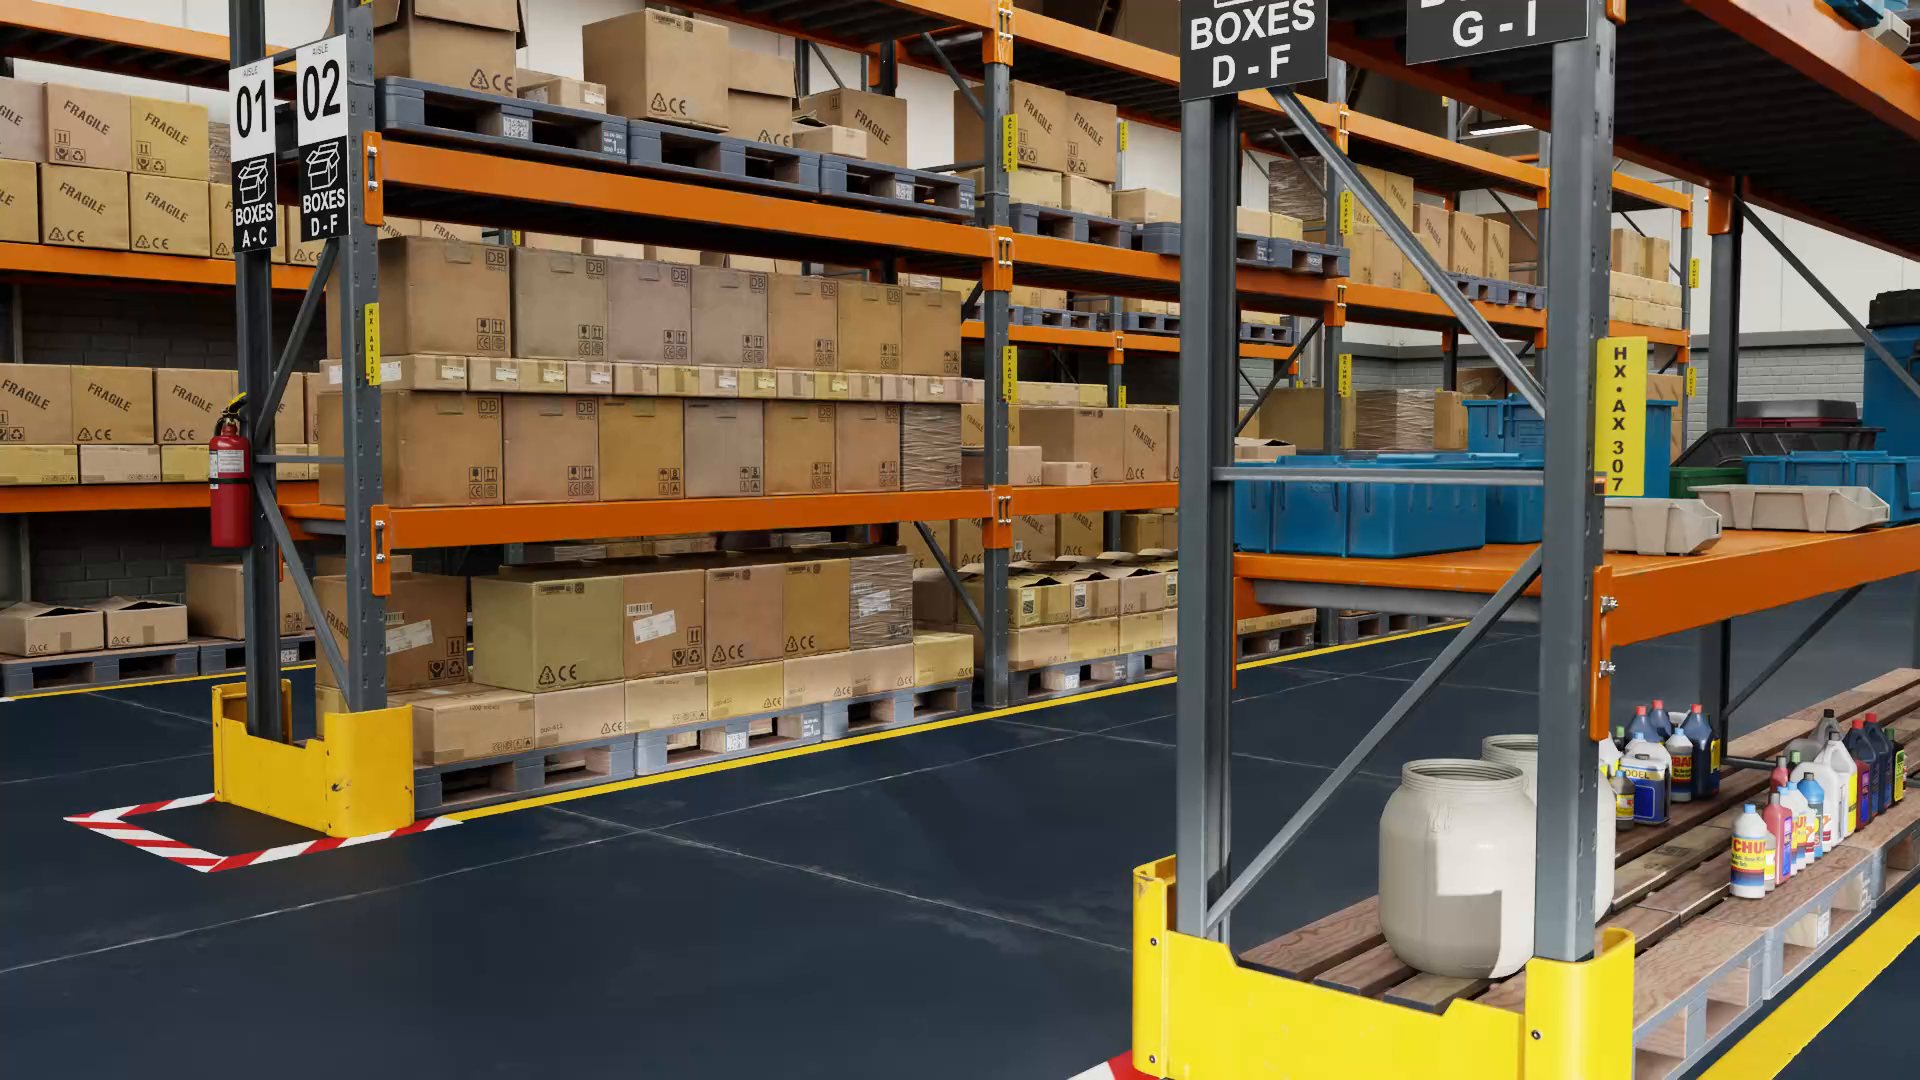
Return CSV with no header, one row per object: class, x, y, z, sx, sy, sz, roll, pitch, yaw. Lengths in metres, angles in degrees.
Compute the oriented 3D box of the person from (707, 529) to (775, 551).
person,-1.605,-0.031,12.224,0.424,1.773,0.653,3,4,38
